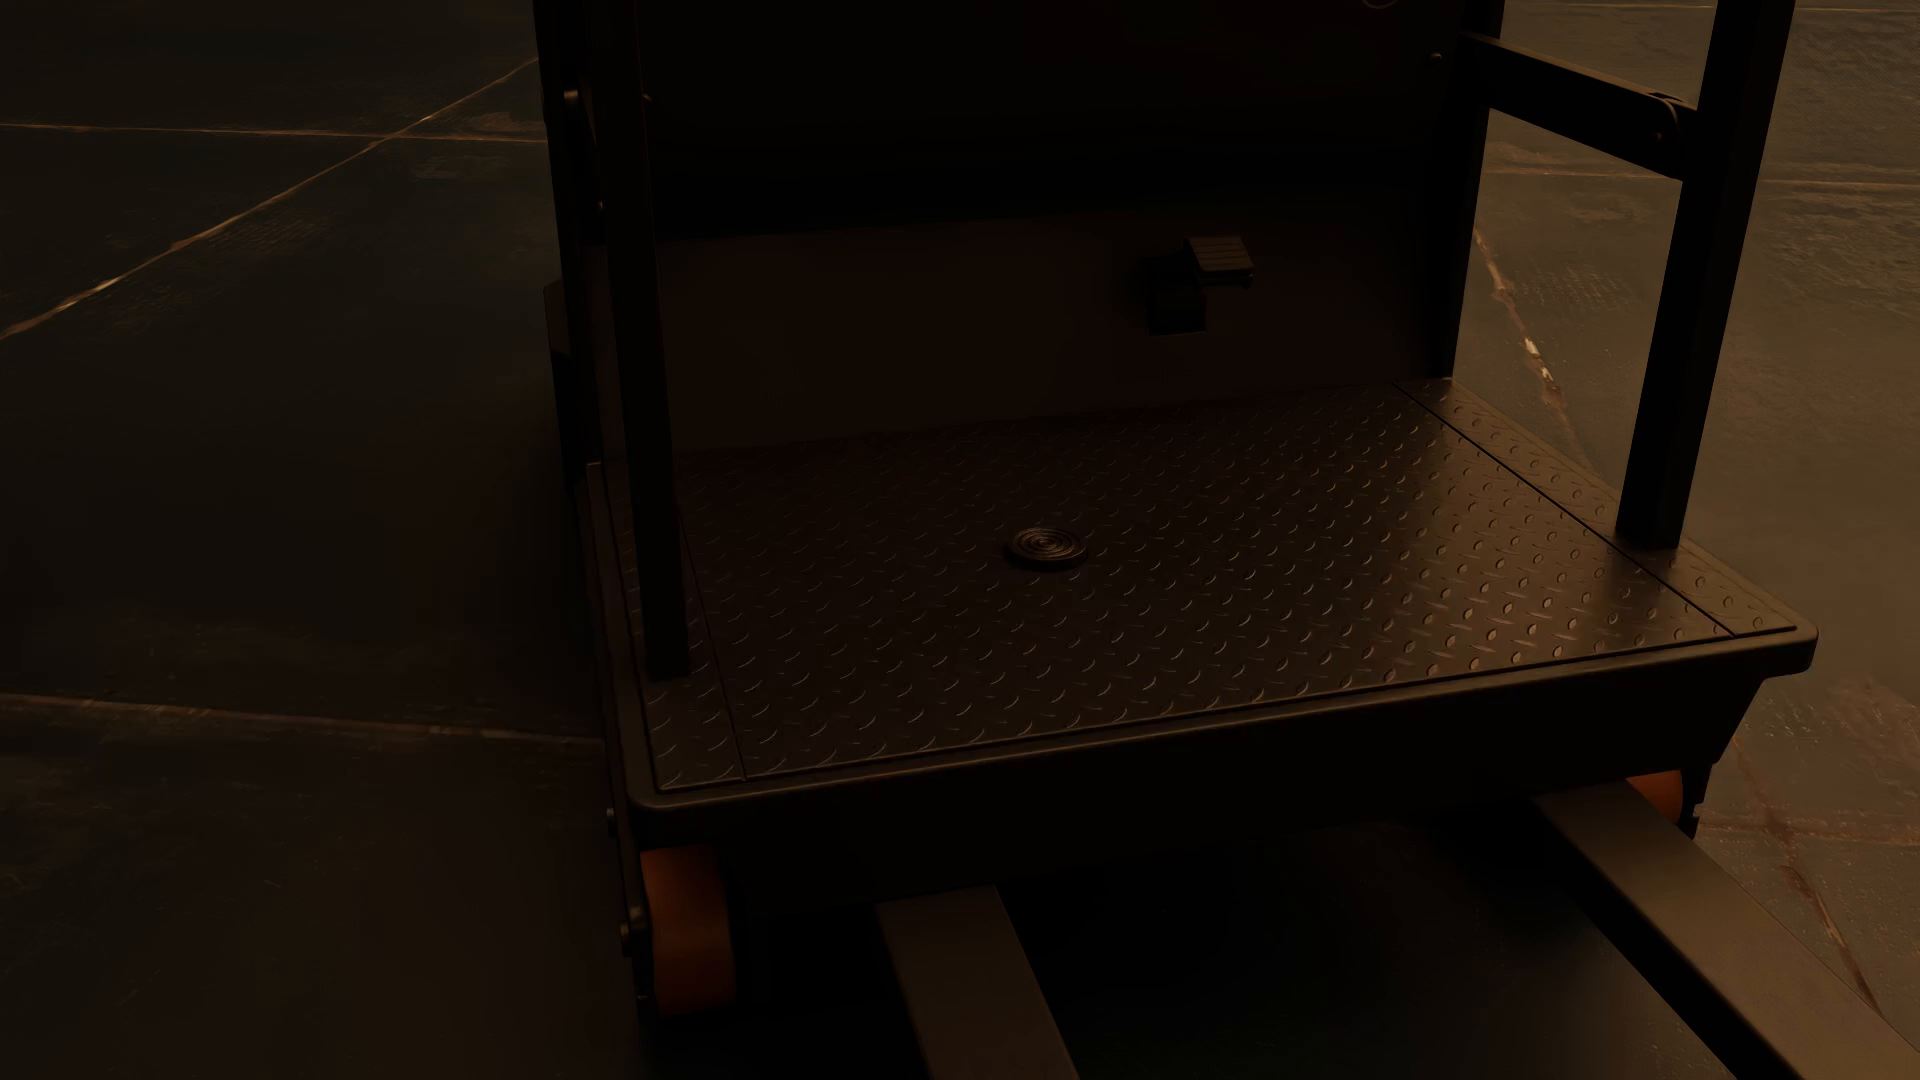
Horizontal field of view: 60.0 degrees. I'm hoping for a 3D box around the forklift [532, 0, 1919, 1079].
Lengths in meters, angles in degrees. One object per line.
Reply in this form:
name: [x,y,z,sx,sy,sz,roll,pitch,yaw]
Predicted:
forklift: [0.153,-1.049,1.319,1.130,2.935,3.031,-7,27,-13]
